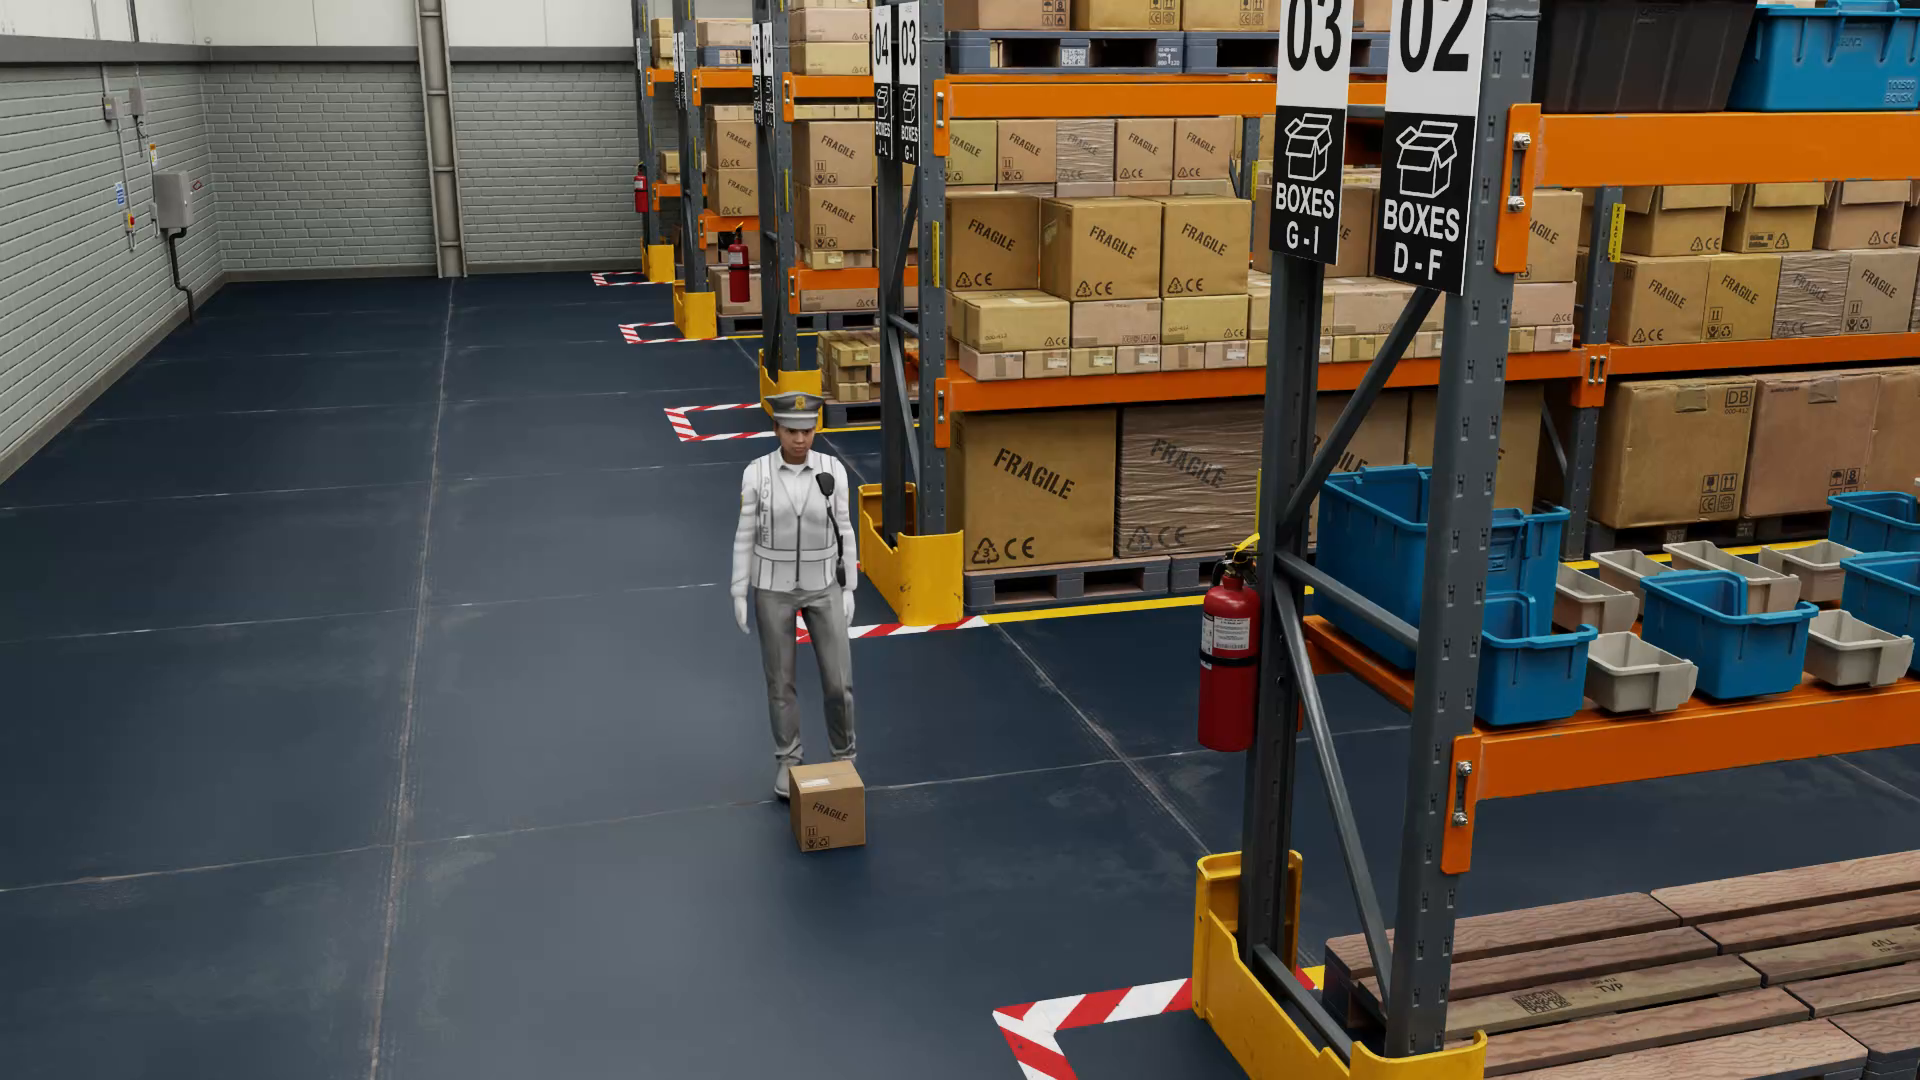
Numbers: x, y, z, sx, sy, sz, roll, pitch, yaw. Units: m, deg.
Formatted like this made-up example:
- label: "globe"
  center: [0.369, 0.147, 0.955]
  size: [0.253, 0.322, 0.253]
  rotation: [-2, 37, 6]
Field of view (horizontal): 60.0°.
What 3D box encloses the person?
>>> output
- label: "person"
  center: [-0.668, 0.238, 6.728]
  size: [0.516, 1.712, 0.334]
  rotation: [-2, 16, -8]
